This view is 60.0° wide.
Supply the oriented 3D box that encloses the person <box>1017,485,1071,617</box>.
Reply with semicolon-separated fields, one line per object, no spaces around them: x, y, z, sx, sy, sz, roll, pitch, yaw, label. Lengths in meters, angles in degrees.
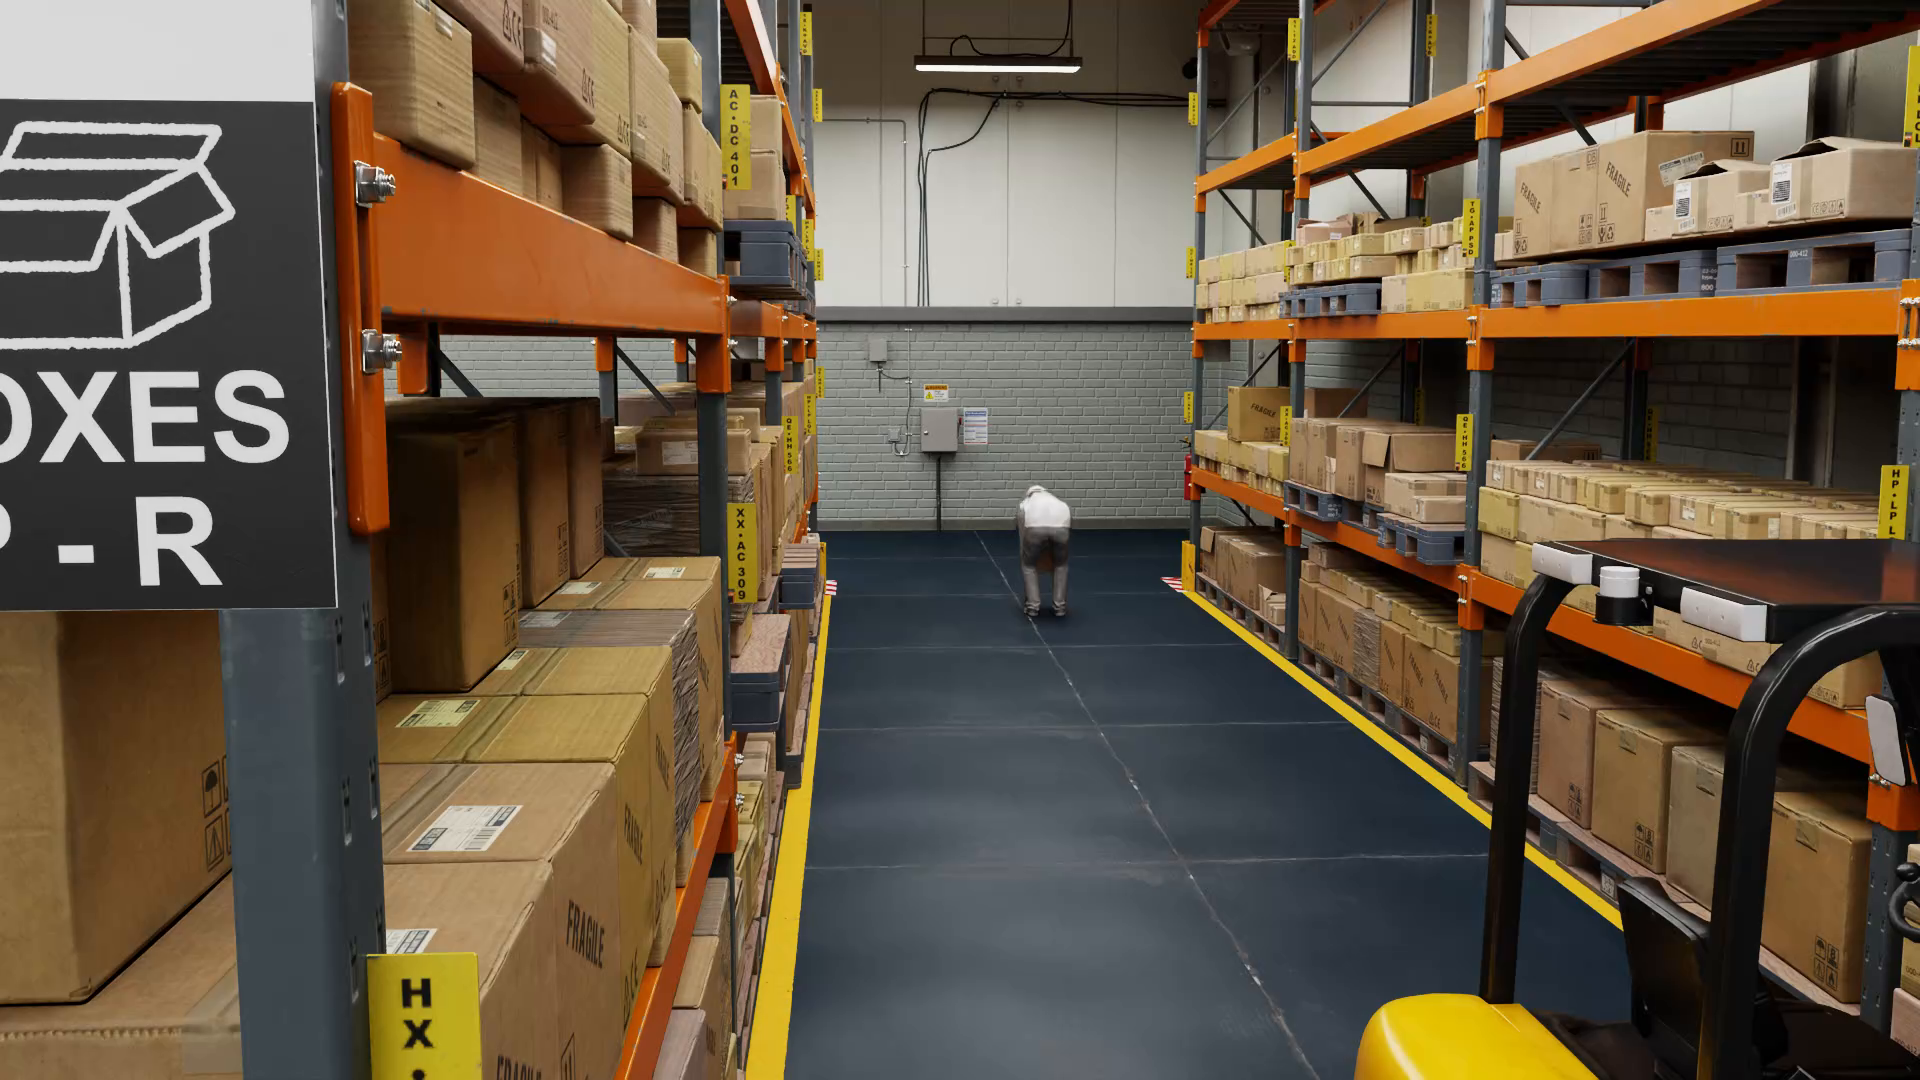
0.800;0.097;16.236;0.460;1.202;0.984;-1;7;-5;person
